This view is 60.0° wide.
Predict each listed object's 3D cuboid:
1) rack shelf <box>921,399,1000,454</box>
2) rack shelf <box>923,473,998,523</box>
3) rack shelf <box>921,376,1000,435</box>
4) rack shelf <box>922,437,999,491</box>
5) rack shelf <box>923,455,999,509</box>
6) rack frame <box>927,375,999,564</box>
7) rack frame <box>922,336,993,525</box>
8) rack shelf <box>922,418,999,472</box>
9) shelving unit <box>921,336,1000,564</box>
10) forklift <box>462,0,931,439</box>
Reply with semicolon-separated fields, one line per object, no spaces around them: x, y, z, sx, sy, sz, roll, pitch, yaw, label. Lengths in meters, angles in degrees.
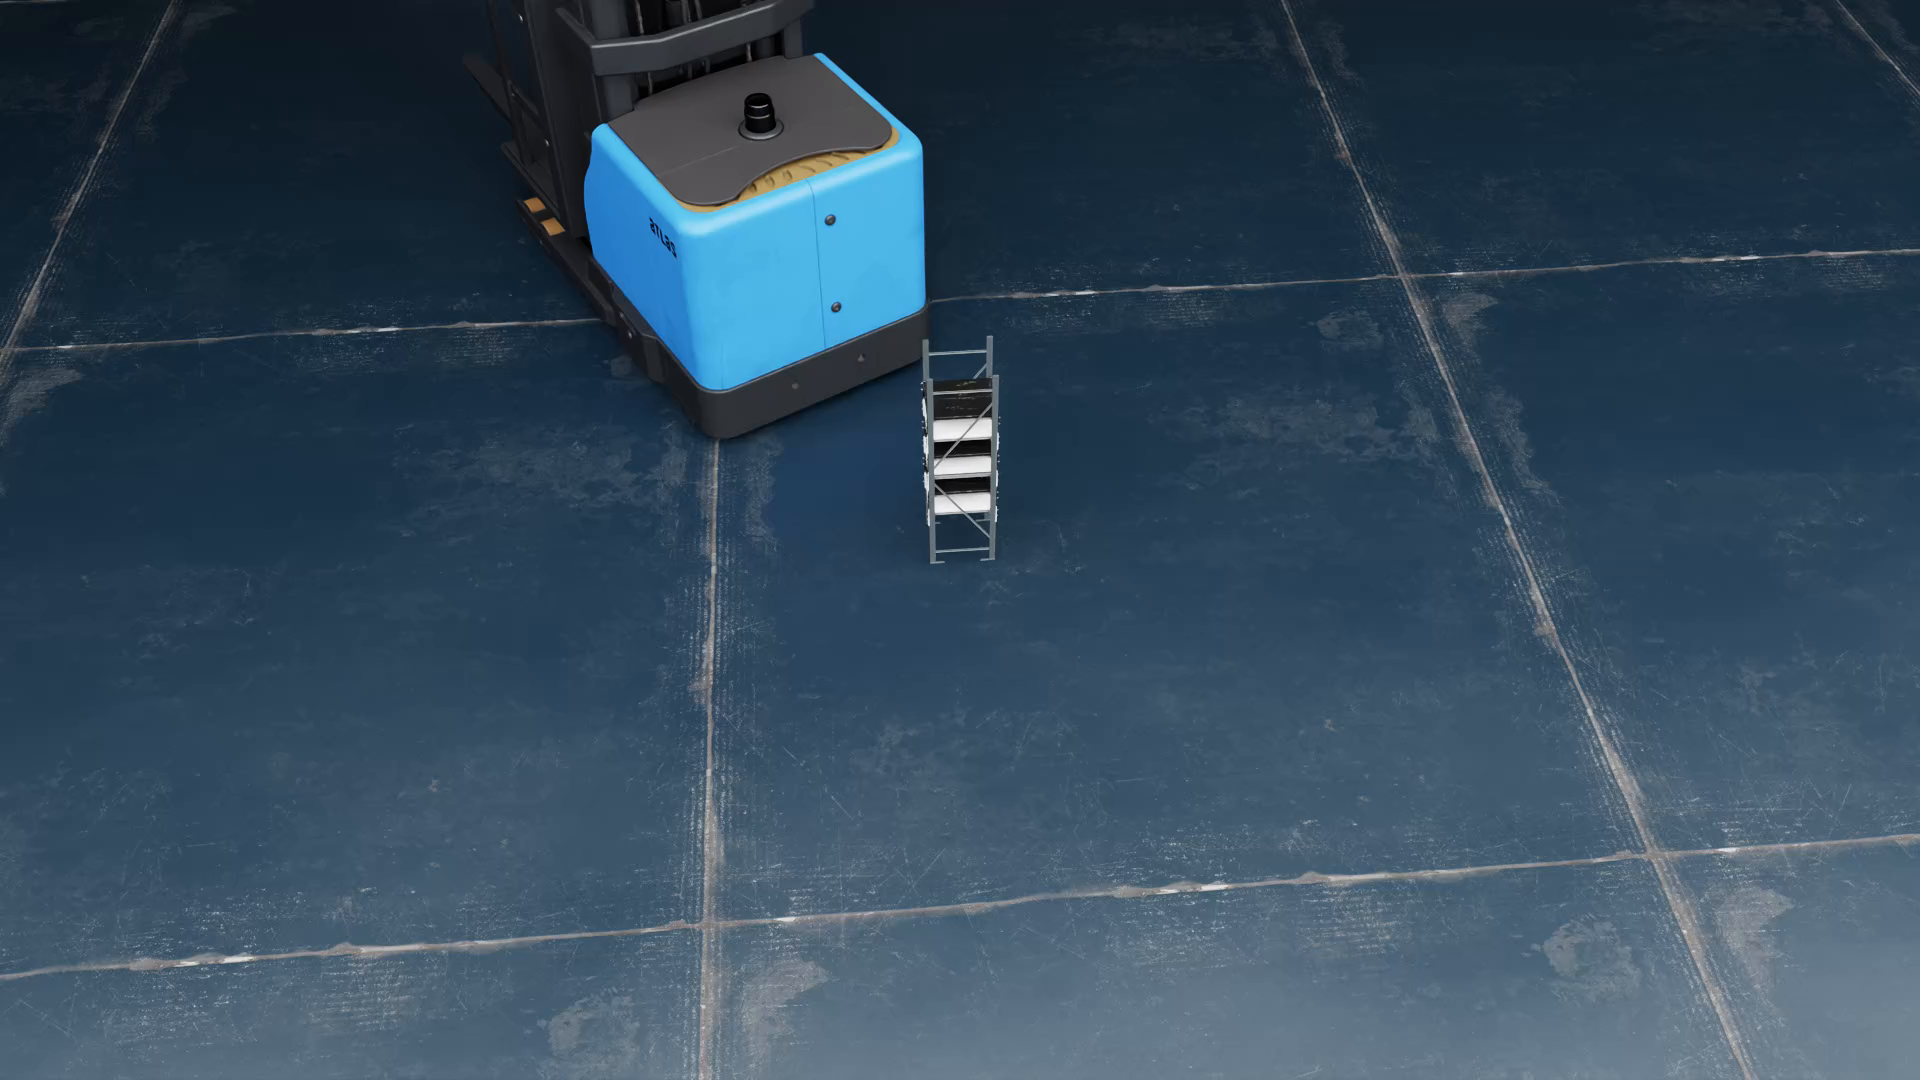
0.001;-0.404;5.811;0.258;0.077;0.200;-3;47;-3;rack shelf
0.001;-0.157;6.073;0.258;0.077;0.200;-3;47;-3;rack shelf
0.001;-0.466;5.746;0.258;0.077;0.200;-3;47;-3;rack shelf
0.001;-0.281;5.942;0.258;0.077;0.200;-3;47;-3;rack shelf
0.001;-0.219;6.007;0.258;0.077;0.200;-3;47;-3;rack shelf
0.009;-0.230;5.848;0.240;0.900;0.006;-3;47;-3;rack frame
-0.008;-0.377;5.987;0.240;0.900;0.006;-3;47;-3;rack frame
0.001;-0.343;5.877;0.258;0.077;0.200;-3;47;-3;rack shelf
0.001;-0.304;5.918;0.258;0.900;0.210;-3;47;-3;shelving unit
-1.349;-2.454;6.555;1.130;2.935;3.031;-25;52;-22;forklift
